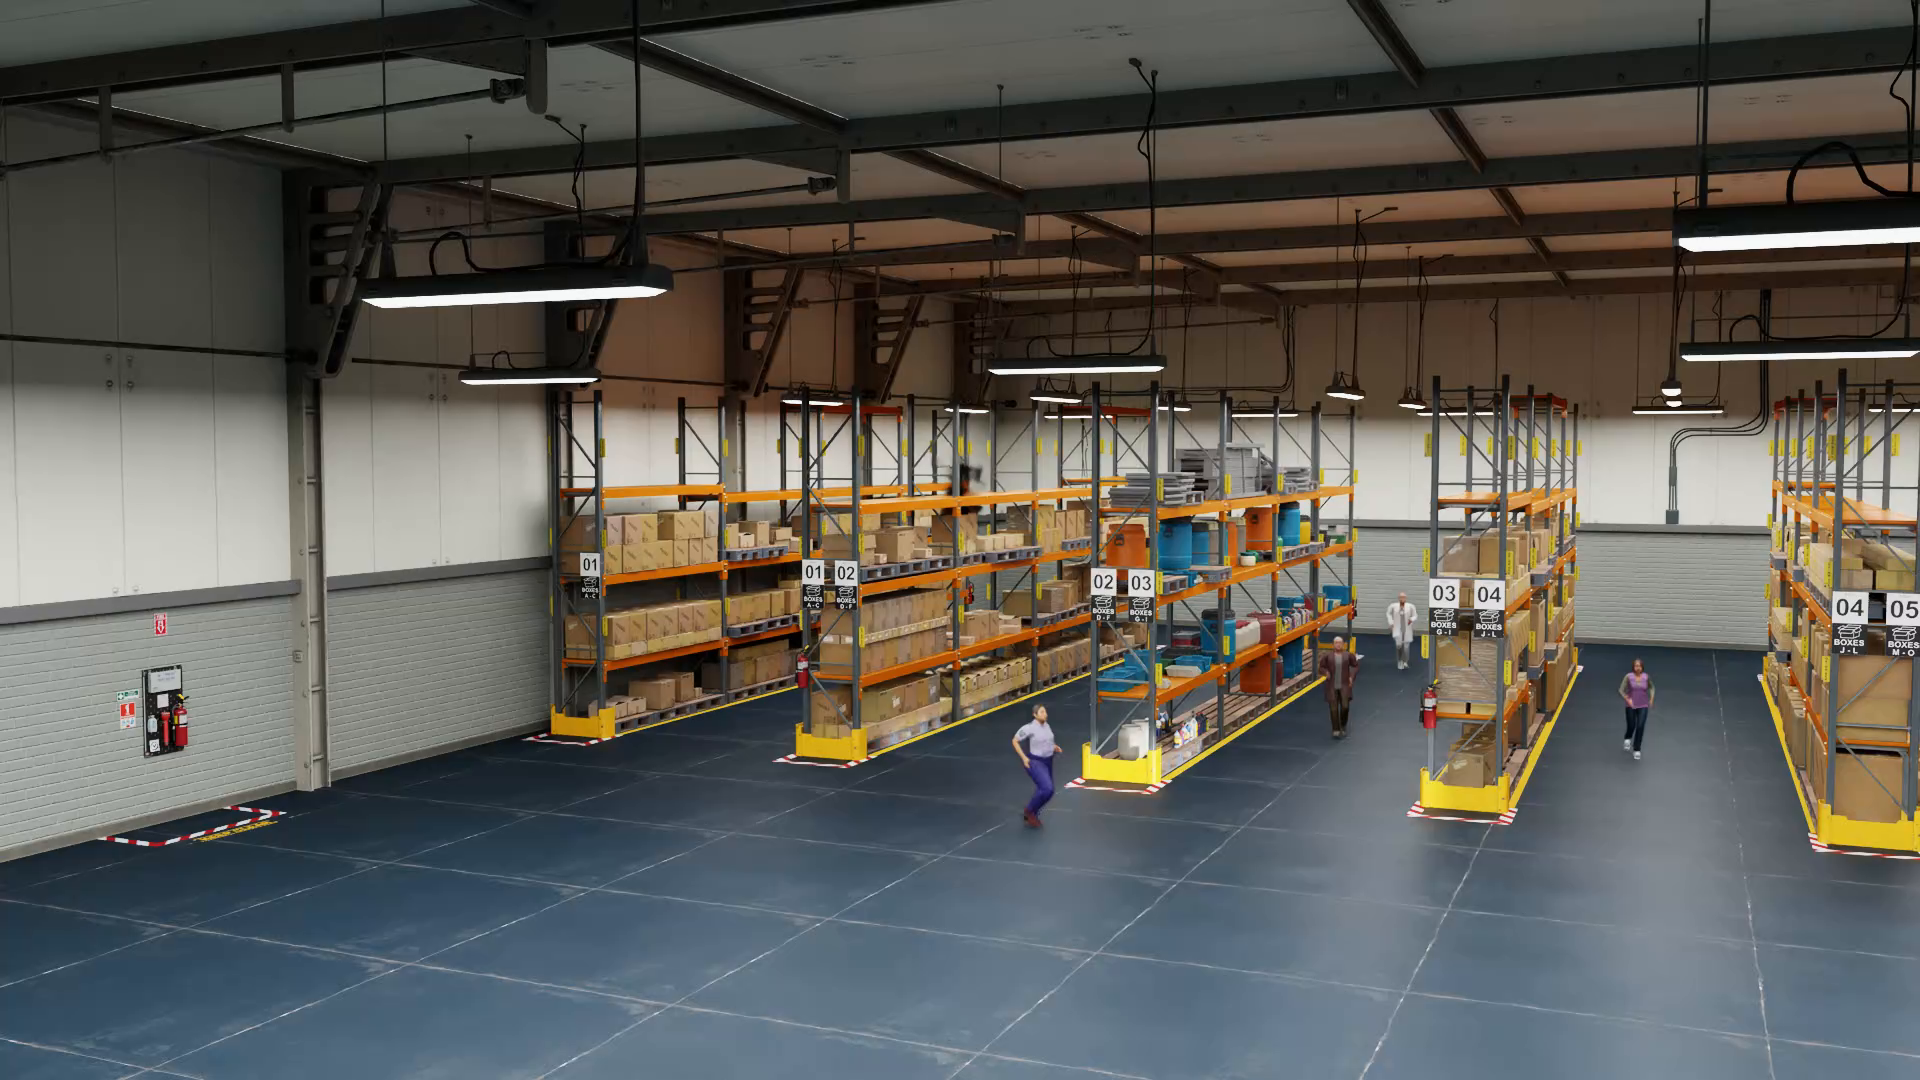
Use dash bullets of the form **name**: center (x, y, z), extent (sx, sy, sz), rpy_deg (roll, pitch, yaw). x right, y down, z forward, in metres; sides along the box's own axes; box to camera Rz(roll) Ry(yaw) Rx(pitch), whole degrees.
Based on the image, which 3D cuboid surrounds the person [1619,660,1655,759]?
- **person**: center (11.006, 2.729, 27.047), extent (0.566, 1.594, 0.668), rpy_deg (1, 3, 13)

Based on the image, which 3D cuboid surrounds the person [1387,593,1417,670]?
- **person**: center (10.000, 2.065, 37.616), extent (0.646, 1.762, 0.840), rpy_deg (0, 3, 9)

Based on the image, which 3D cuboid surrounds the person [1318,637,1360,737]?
- **person**: center (6.511, 2.543, 28.598), extent (0.697, 1.741, 0.639), rpy_deg (1, 3, 13)

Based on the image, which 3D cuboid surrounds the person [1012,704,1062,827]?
- **person**: center (1.070, 2.971, 21.896), extent (0.629, 1.613, 0.585), rpy_deg (3, 4, 39)
